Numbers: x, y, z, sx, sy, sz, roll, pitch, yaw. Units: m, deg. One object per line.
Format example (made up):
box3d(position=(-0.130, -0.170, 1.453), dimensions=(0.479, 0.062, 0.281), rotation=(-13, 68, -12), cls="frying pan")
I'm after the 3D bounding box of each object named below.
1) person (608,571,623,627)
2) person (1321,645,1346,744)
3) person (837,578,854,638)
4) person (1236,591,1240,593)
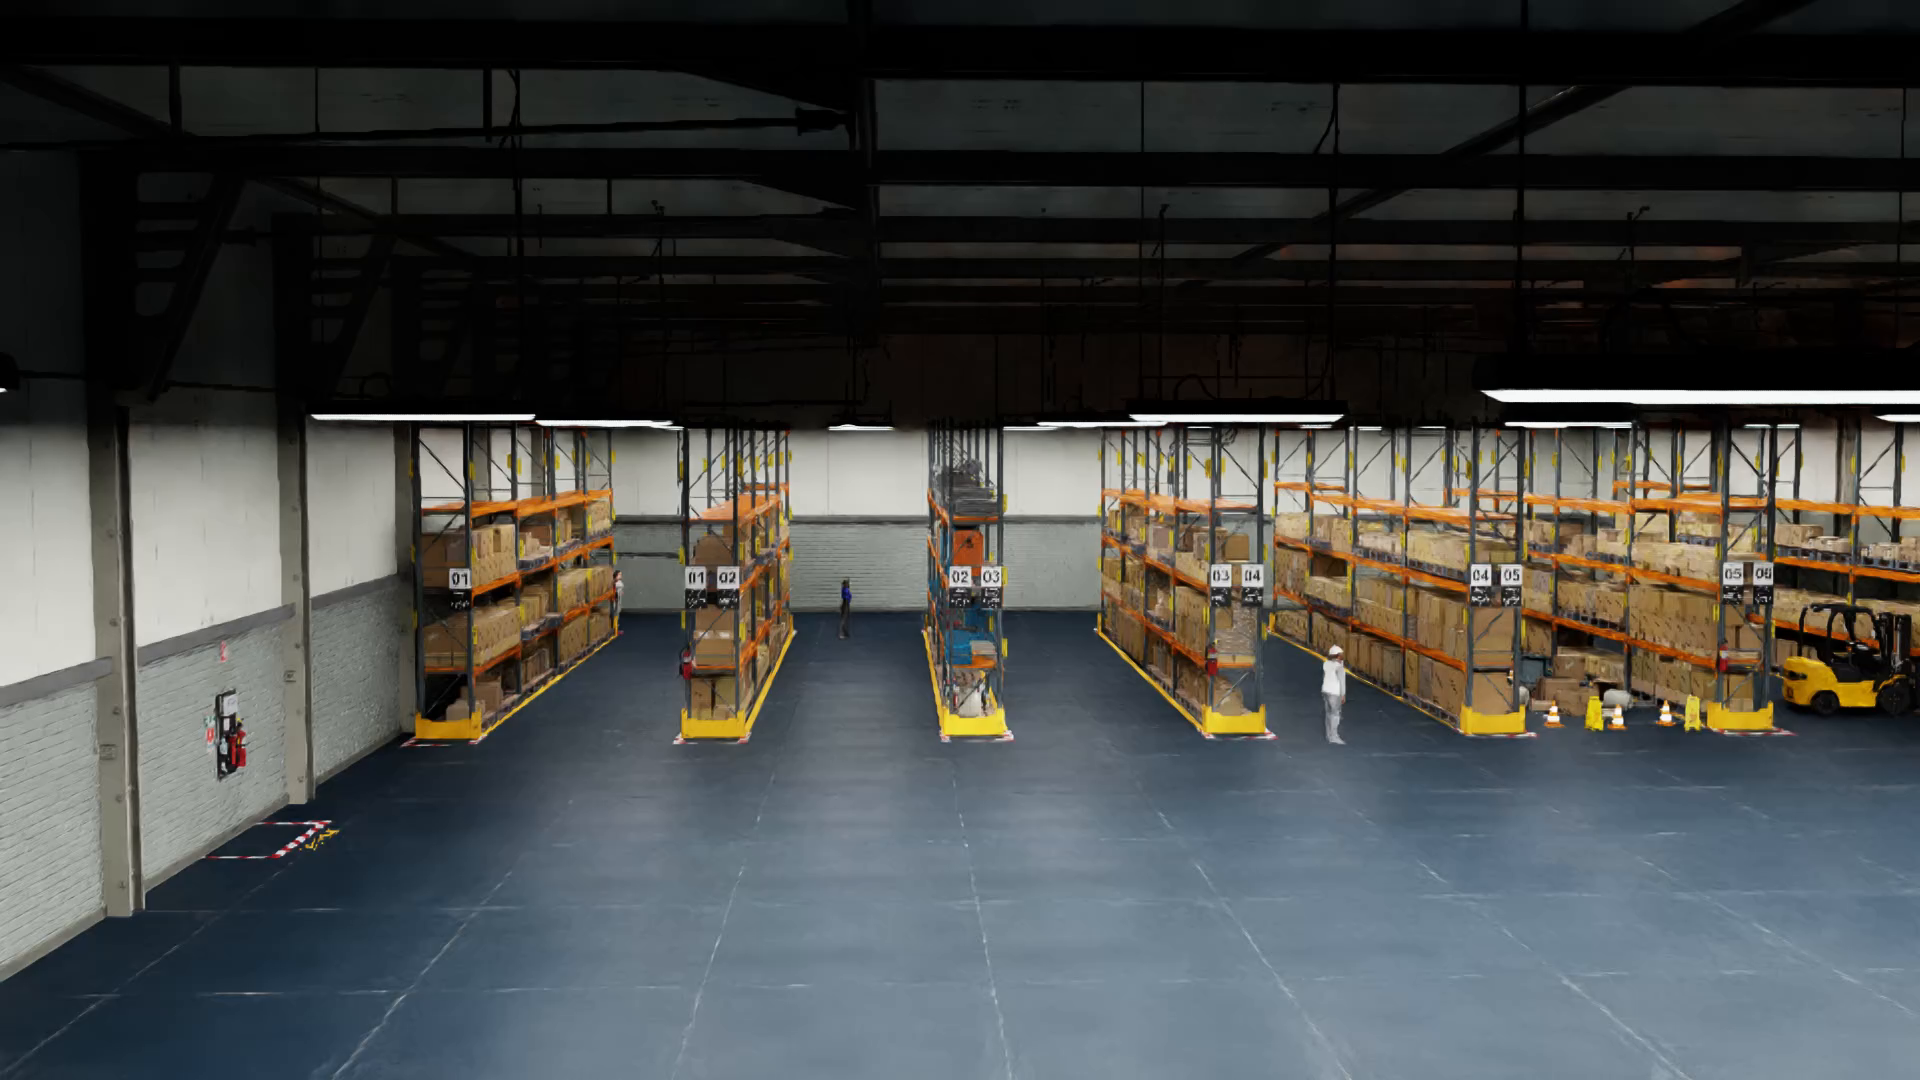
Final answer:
box3d(position=(-10.138, 1.727, 48.725), dimensions=(0.513, 1.648, 0.519), rotation=(-3, 5, -40), cls="person")
box3d(position=(6.927, 2.820, 30.621), dimensions=(0.463, 1.782, 0.598), rotation=(-2, 4, -24), cls="person")
box3d(position=(-3.191, 1.886, 46.212), dimensions=(0.489, 1.639, 0.651), rotation=(-1, 4, -8), cls="person")
box3d(position=(7.480, 1.827, 46.546), dimensions=(0.729, 1.733, 0.544), rotation=(0, 4, -4), cls="person")
